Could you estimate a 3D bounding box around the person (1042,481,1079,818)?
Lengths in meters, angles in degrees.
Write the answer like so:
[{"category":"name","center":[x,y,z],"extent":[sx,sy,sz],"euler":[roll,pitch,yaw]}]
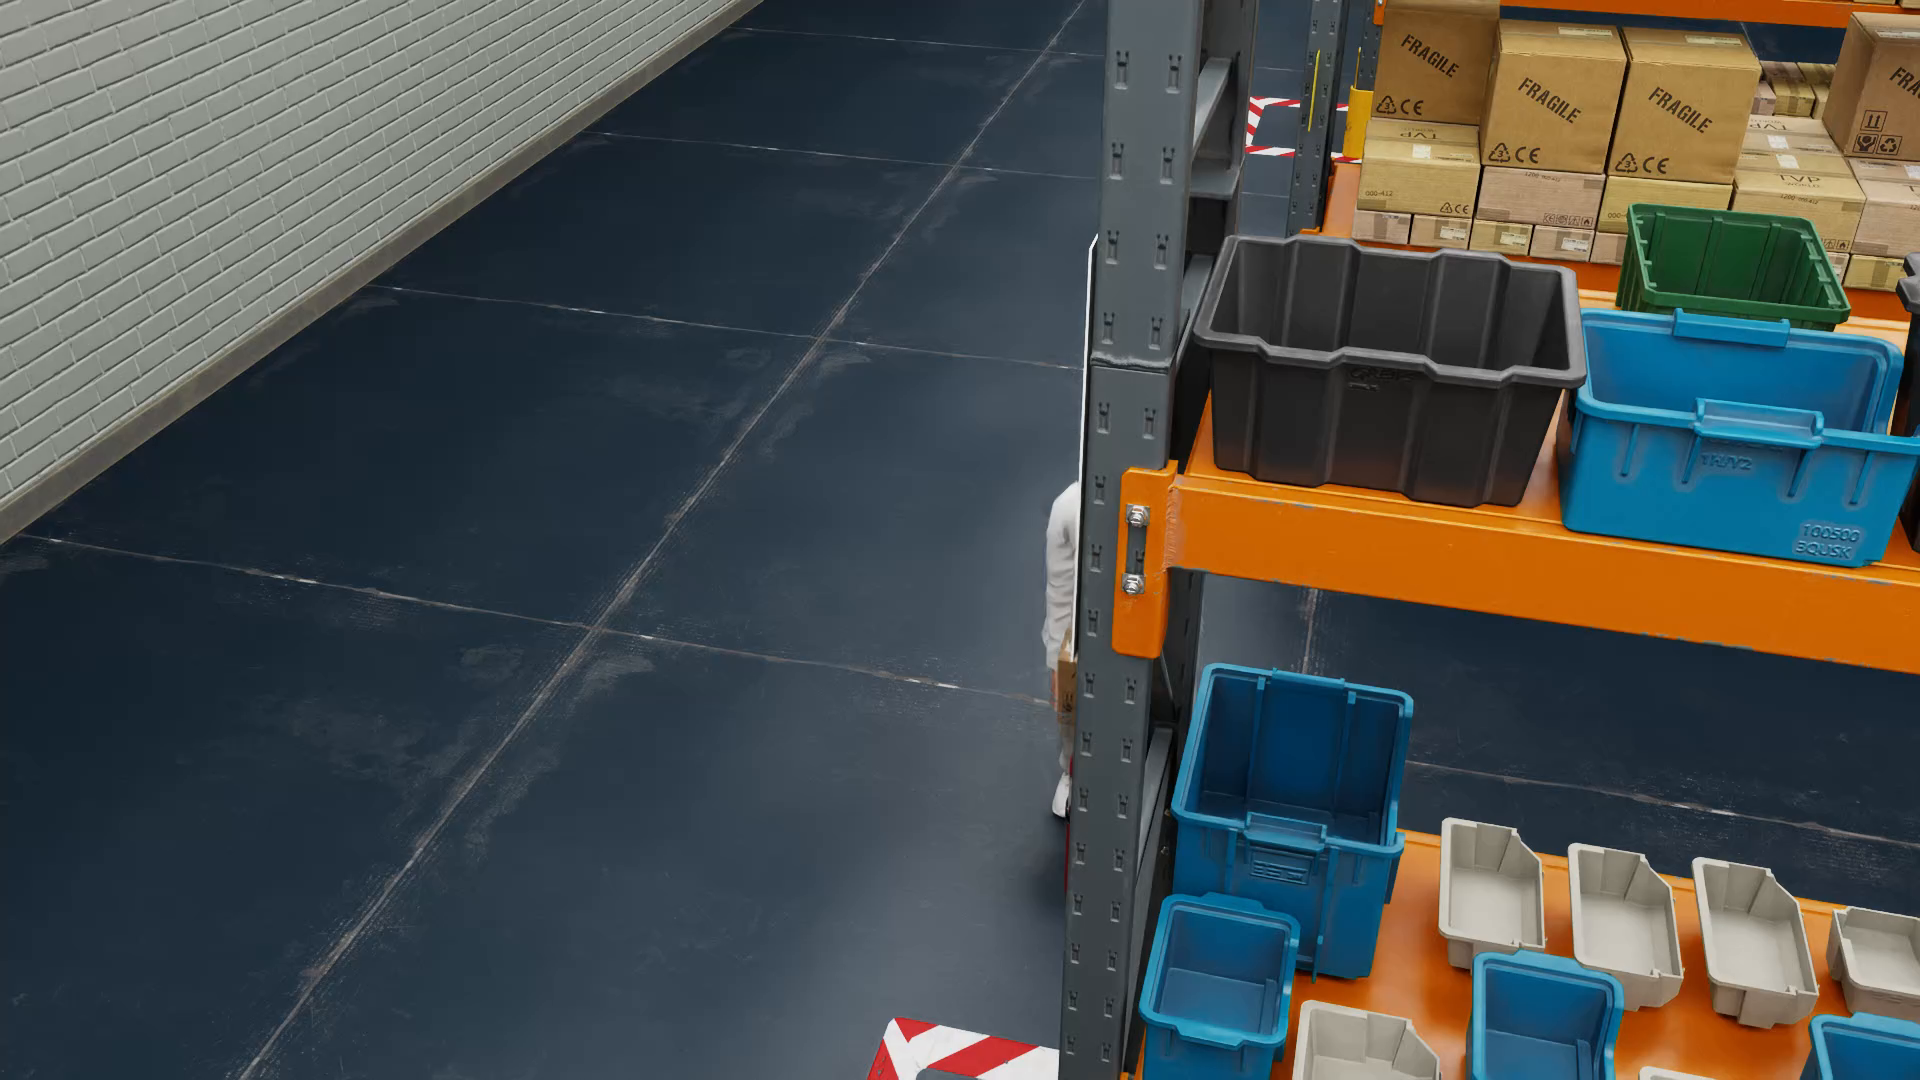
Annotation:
[{"category":"person","center":[0.530,0.322,5.791],"extent":[0.540,1.627,0.697],"euler":[7,33,11]}]
